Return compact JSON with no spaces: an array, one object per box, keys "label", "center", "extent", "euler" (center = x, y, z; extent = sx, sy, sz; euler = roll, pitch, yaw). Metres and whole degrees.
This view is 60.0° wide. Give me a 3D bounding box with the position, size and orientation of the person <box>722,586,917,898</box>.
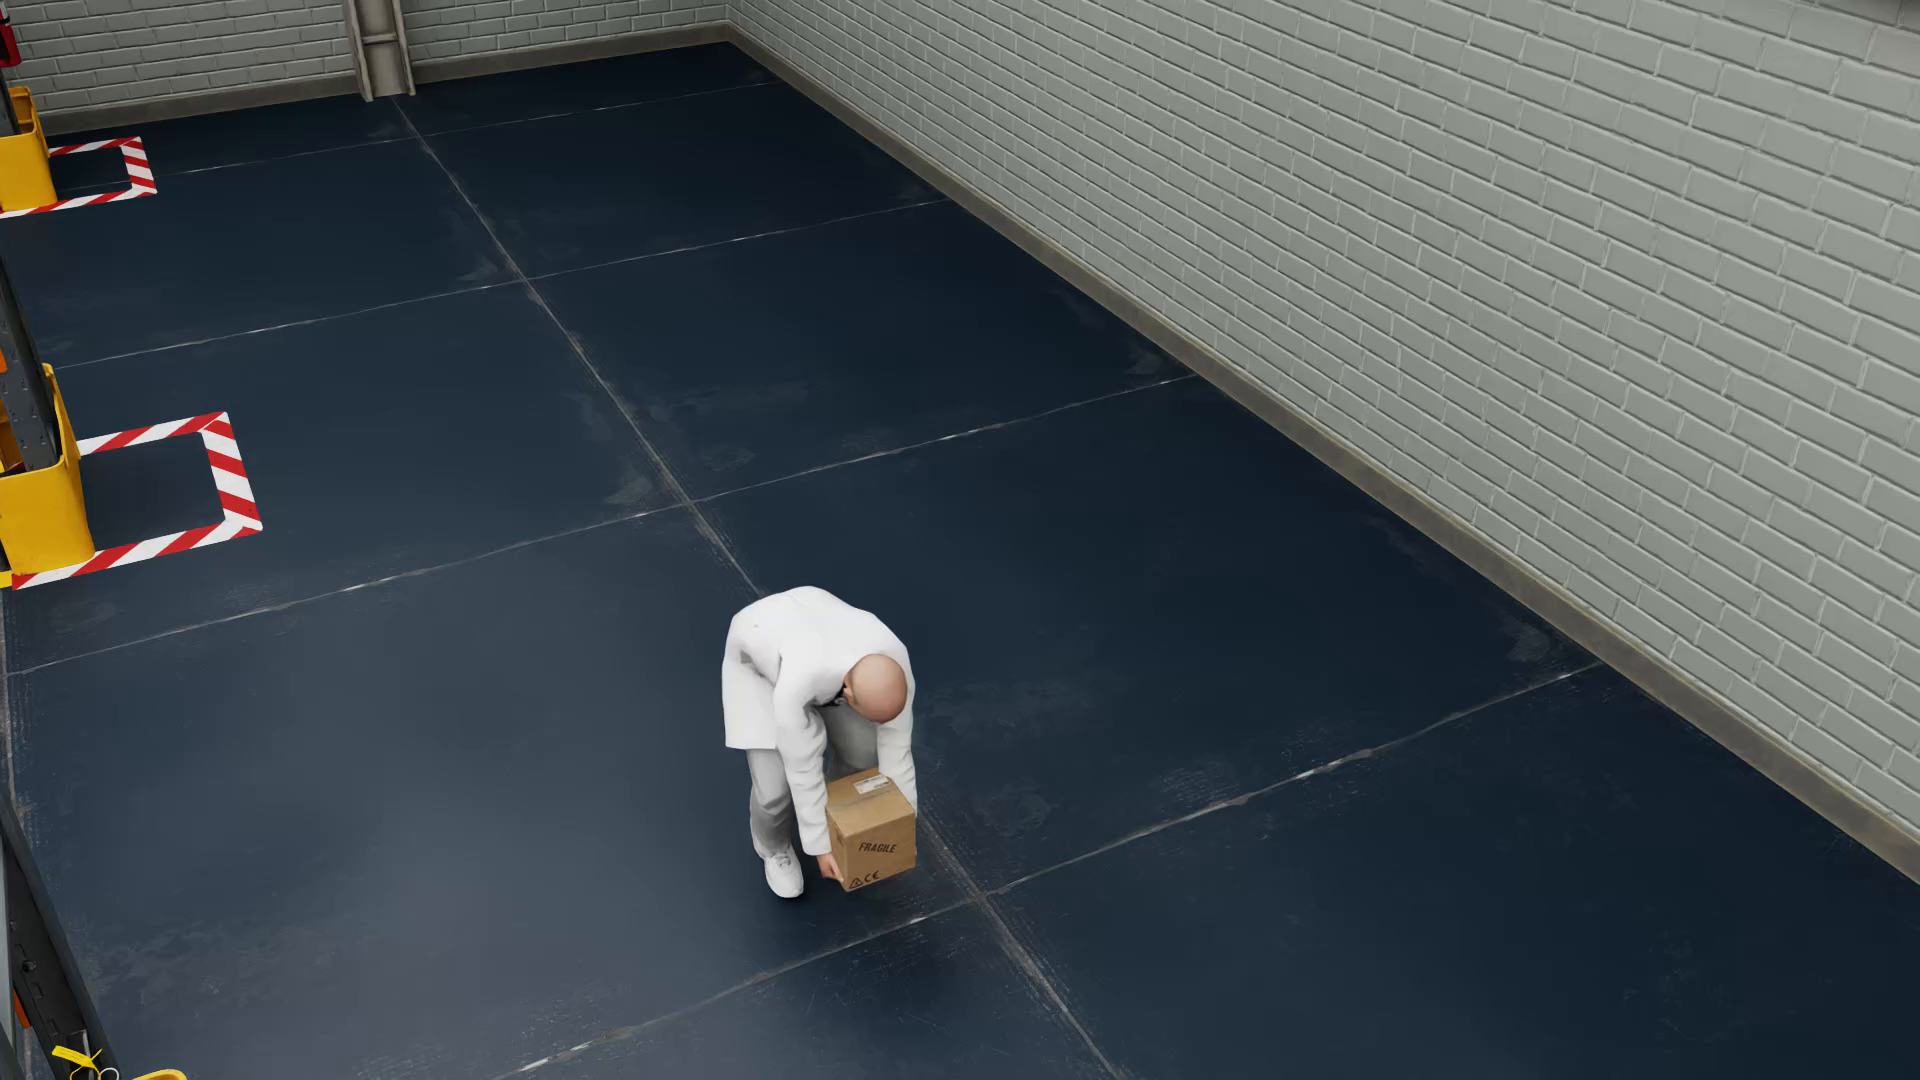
[{"label":"person","center":[-0.445,0.716,5.540],"extent":[0.568,1.232,0.922],"euler":[-17,36,-25]}]
